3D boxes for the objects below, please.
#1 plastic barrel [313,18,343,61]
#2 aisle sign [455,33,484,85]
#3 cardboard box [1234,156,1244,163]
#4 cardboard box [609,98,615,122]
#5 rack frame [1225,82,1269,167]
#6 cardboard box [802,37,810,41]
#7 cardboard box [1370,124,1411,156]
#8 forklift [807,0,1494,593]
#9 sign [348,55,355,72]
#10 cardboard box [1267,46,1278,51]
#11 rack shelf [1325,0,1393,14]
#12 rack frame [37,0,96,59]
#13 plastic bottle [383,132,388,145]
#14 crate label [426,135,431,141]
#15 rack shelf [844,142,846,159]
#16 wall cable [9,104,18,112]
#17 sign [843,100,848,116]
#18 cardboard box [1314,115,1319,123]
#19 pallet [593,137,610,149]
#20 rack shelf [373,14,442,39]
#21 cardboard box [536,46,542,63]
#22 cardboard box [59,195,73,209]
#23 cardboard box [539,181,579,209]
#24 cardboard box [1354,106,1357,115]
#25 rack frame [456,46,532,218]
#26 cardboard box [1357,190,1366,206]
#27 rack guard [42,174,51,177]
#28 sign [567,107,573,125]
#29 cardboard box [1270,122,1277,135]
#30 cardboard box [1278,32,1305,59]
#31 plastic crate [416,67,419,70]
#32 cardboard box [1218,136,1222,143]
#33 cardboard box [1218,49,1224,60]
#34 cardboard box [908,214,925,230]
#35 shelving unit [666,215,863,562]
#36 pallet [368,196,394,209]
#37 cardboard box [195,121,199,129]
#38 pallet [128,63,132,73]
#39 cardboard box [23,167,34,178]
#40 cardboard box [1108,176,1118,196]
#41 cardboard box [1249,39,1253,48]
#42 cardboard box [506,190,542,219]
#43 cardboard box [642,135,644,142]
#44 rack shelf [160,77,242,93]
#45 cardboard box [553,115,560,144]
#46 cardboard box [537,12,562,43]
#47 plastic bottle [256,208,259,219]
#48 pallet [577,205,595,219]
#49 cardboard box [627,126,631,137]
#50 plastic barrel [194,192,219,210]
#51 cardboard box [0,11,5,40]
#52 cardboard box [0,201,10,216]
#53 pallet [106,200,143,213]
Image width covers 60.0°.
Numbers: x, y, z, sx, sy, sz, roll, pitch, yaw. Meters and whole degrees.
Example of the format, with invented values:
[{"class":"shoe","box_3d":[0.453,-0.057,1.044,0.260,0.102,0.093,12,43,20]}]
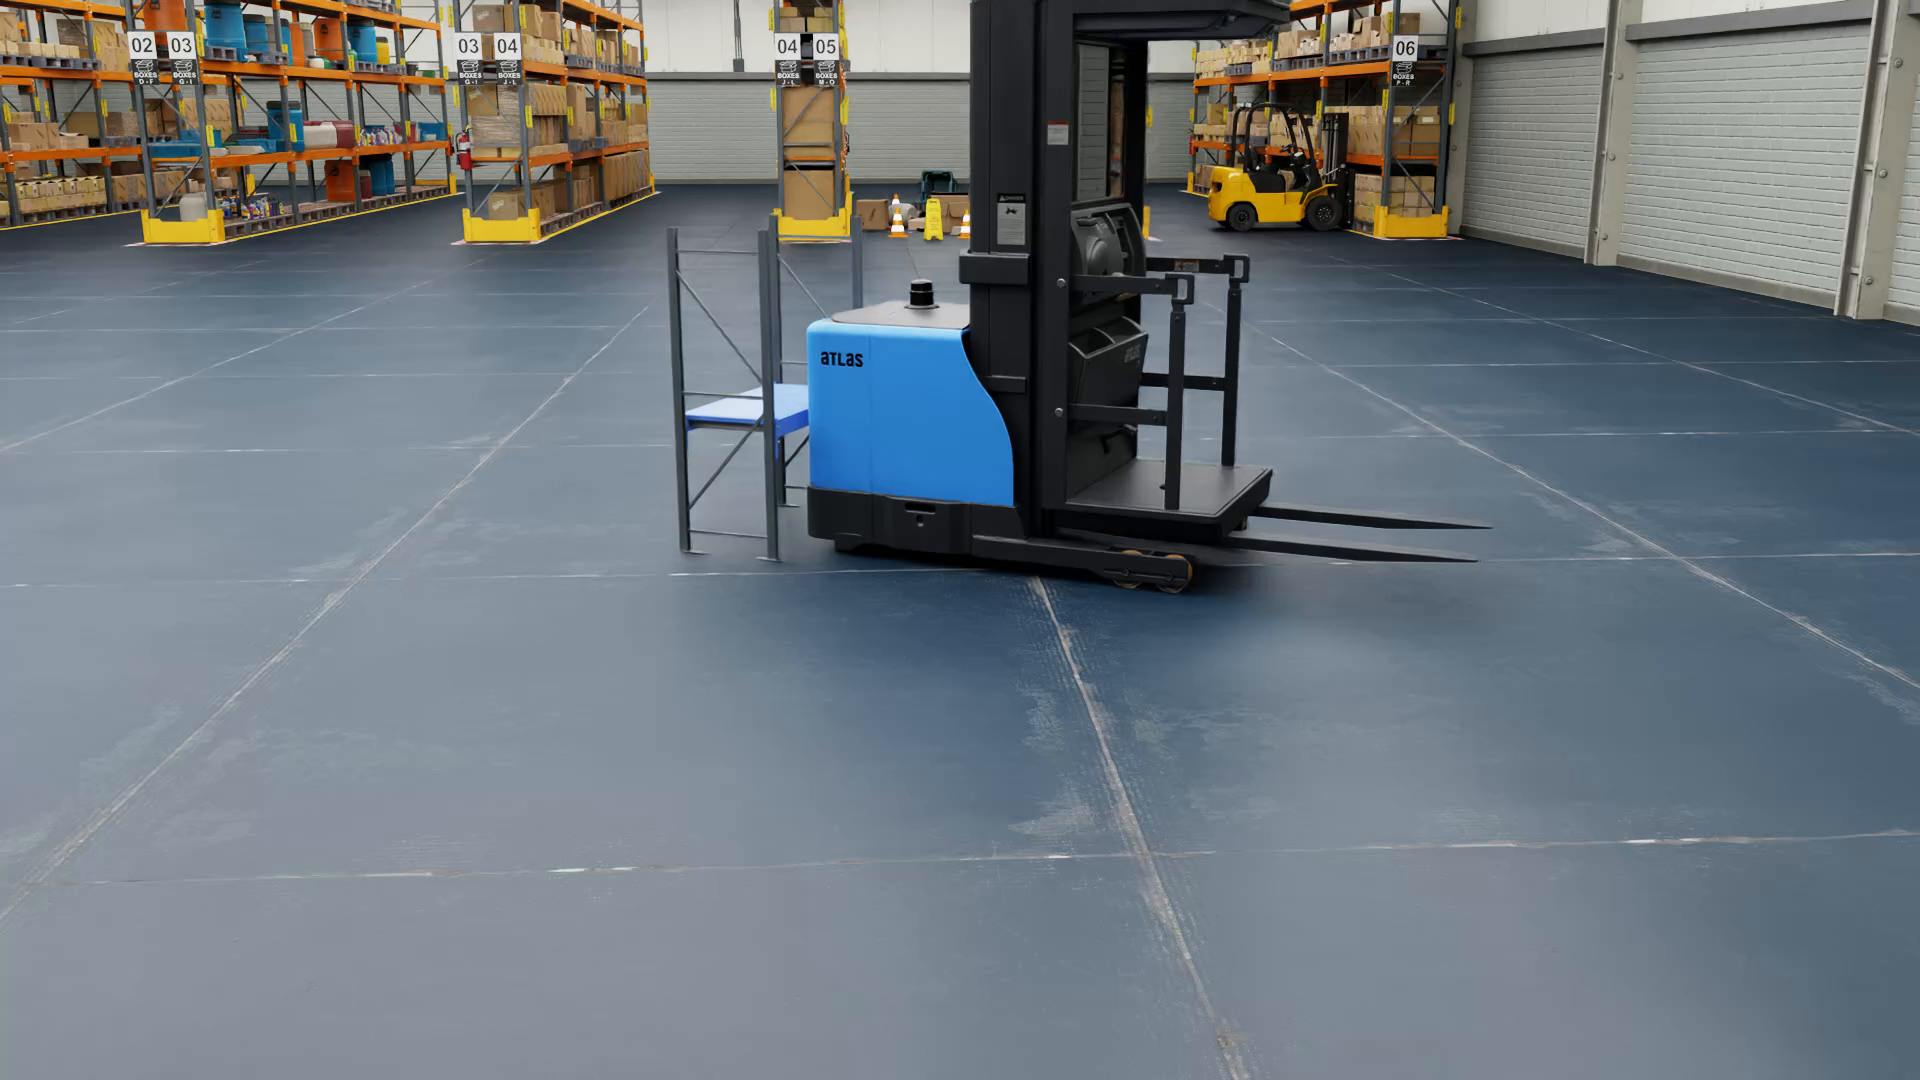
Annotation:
[{"class":"plastic barrel","box_3d":[-12.841,-10.191,33.892,0.600,0.830,0.708,-1,14,-3]},{"class":"aisle sign","box_3d":[-7.665,-7.512,25.985,0.394,0.787,0.004,-1,14,-3]},{"class":"cardboard box","box_3d":[6.552,-8.782,38.413,0.380,0.149,0.250,-2,15,-6]},{"class":"cardboard box","box_3d":[-8.034,-9.462,36.568,0.797,0.503,0.637,-1,14,-3]},{"class":"rack frame","box_3d":[6.732,-9.488,38.882,1.000,3.000,0.127,-1,14,-3]},{"class":"cardboard box","box_3d":[-2.877,-8.844,29.020,0.500,0.250,0.500,-1,14,-4]},{"class":"cardboard box","box_3d":[7.183,-6.670,27.731,0.500,0.500,0.500,-1,14,-5]},{"class":"forklift","box_3d":[0.849,-1.341,7.356,3.031,2.935,1.130,6,16,22]},{"class":"sign","box_3d":[-12.260,-9.598,33.502,0.100,0.325,0.005,-1,14,-3]},{"class":"cardboard box","box_3d":[6.663,-10.291,34.889,0.380,0.149,0.250,0,14,-2]},{"class":"rack shelf","box_3d":[7.351,-9.364,28.608,1.077,0.370,4.000,-1,14,-3]},{"class":"rack frame","box_3d":[-17.753,-11.016,32.782,1.000,3.000,0.127,-1,14,-3]},{"class":"plastic bottle","box_3d":[-12.656,-8.812,36.503,0.152,0.276,0.135,-1,14,-3]},{"class":"crate label","box_3d":[-13.028,-9.736,40.255,0.396,0.136,0.243,-1,14,-3]},{"class":"rack shelf","box_3d":[-3.033,-8.463,36.343,1.077,0.370,4.000,-1,14,-3]},{"class":"wall cable","box_3d":[-24.216,-10.819,42.016,0.084,1.984,1.851,-1,14,-3]},{"class":"sign","box_3d":[-2.355,-8.884,34.212,0.100,0.325,0.005,-1,14,-3]},{"class":"cardboard box","box_3d":[6.951,-8.006,31.622,0.380,0.149,0.250,-1,14,-4]},{"class":"pallet","box_3d":[-7.715,-7.994,33.462,1.213,0.211,1.003,-1,14,-3]},{"class":"rack shelf","box_3d":[-13.180,-12.042,39.014,1.077,0.370,4.000,-1,14,-3]},{"class":"cardboard box","box_3d":[-7.206,-8.028,27.491,0.500,0.250,0.500,-1,14,-4]},{"class":"cardboard box","box_3d":[-17.378,-6.474,31.844,0.500,0.250,0.500,-1,14,-2]},{"class":"cardboard box","box_3d":[-7.645,-6.542,31.567,0.700,0.500,0.500,-1,14,-4]},{"class":"cardboard box","box_3d":[7.143,-7.540,29.213,0.380,0.149,0.250,-1,14,-3]},{"class":"rack frame","box_3d":[-7.370,-6.273,26.387,1.000,3.000,0.127,-1,14,-3]},{"class":"cardboard box","box_3d":[7.113,-5.859,28.448,0.500,0.250,0.500,-1,14,-4]},{"class":"rack guard","box_3d":[-23.194,-8.818,41.296,1.175,0.500,0.348,-1,14,-3]},{"class":"sign","box_3d":[-7.076,-7.697,30.186,0.100,0.325,0.005,-1,14,-3]},{"class":"cardboard box","box_3d":[6.738,-8.548,34.527,0.500,0.250,0.500,-1,14,-3]},{"class":"cardboard box","box_3d":[6.781,-10.062,33.850,0.500,0.500,0.500,-1,14,-3]},{"class":"plastic crate","box_3d":[-13.559,-11.465,40.809,0.497,0.269,0.590,-1,14,-3]},{"class":"cardboard box","box_3d":[6.382,-9.570,39.707,0.380,0.149,0.250,-1,14,-2]},{"class":"cardboard box","box_3d":[6.420,-11.502,39.391,0.500,0.250,0.500,-1,14,-4]},{"class":"cardboard box","box_3d":[-0.716,-5.596,29.243,0.396,0.266,0.258,2,15,6]},{"class":"shelving unit","box_3d":[-0.899,-0.769,8.006,0.538,1.500,1.048,5,15,20]},{"class":"pallet","box_3d":[-12.972,-7.334,36.106,1.003,0.211,1.213,-1,14,-3]},{"class":"cardboard box","box_3d":[-17.795,-9.412,38.387,0.500,0.500,0.500,-1,14,-2]},{"class":"pallet","box_3d":[-17.963,-10.046,35.408,1.213,0.211,1.003,-1,14,-3]},{"class":"cardboard box","box_3d":[-23.049,-8.843,40.550,0.700,0.500,0.500,-1,14,-3]},{"class":"cardboard box","box_3d":[2.745,-5.872,27.998,0.500,0.500,0.500,-1,14,-5]},{"class":"cardboard box","box_3d":[6.819,-11.340,38.095,0.396,0.266,0.258,-1,14,-4]},{"class":"cardboard box","box_3d":[-7.483,-5.726,28.433,0.500,0.500,0.500,0,14,2]},{"class":"cardboard box","box_3d":[-7.963,-9.858,40.823,0.380,0.149,0.250,-1,14,-2]},{"class":"rack shelf","box_3d":[-18.125,-10.707,39.045,1.077,0.370,4.000,-1,14,-3]},{"class":"cardboard box","box_3d":[-7.651,-7.347,29.765,0.875,0.500,0.500,-1,14,-3]},{"class":"cardboard box","box_3d":[-7.335,-9.047,29.348,0.500,0.500,0.500,-1,14,-5]},{"class":"plastic bottle","box_3d":[-12.148,-5.645,28.679,0.097,0.201,0.097,0,14,0]},{"class":"pallet","box_3d":[-7.746,-6.415,32.536,1.003,0.211,1.213,-1,14,-3]},{"class":"cardboard box","box_3d":[-7.881,-9.450,38.438,0.500,0.250,0.500,-1,14,-4]},{"class":"plastic barrel","box_3d":[-12.461,-5.482,27.464,0.421,0.512,0.421,0,14,0]},{"class":"cardboard box","box_3d":[-17.504,-9.216,29.761,0.500,0.500,0.500,-1,14,-3]},{"class":"cardboard box","box_3d":[-17.258,-5.876,29.518,0.500,0.250,0.500,-1,14,-3]},{"class":"pallet","box_3d":[-17.761,-6.946,34.601,1.003,0.211,1.213,-1,14,-3]}]
